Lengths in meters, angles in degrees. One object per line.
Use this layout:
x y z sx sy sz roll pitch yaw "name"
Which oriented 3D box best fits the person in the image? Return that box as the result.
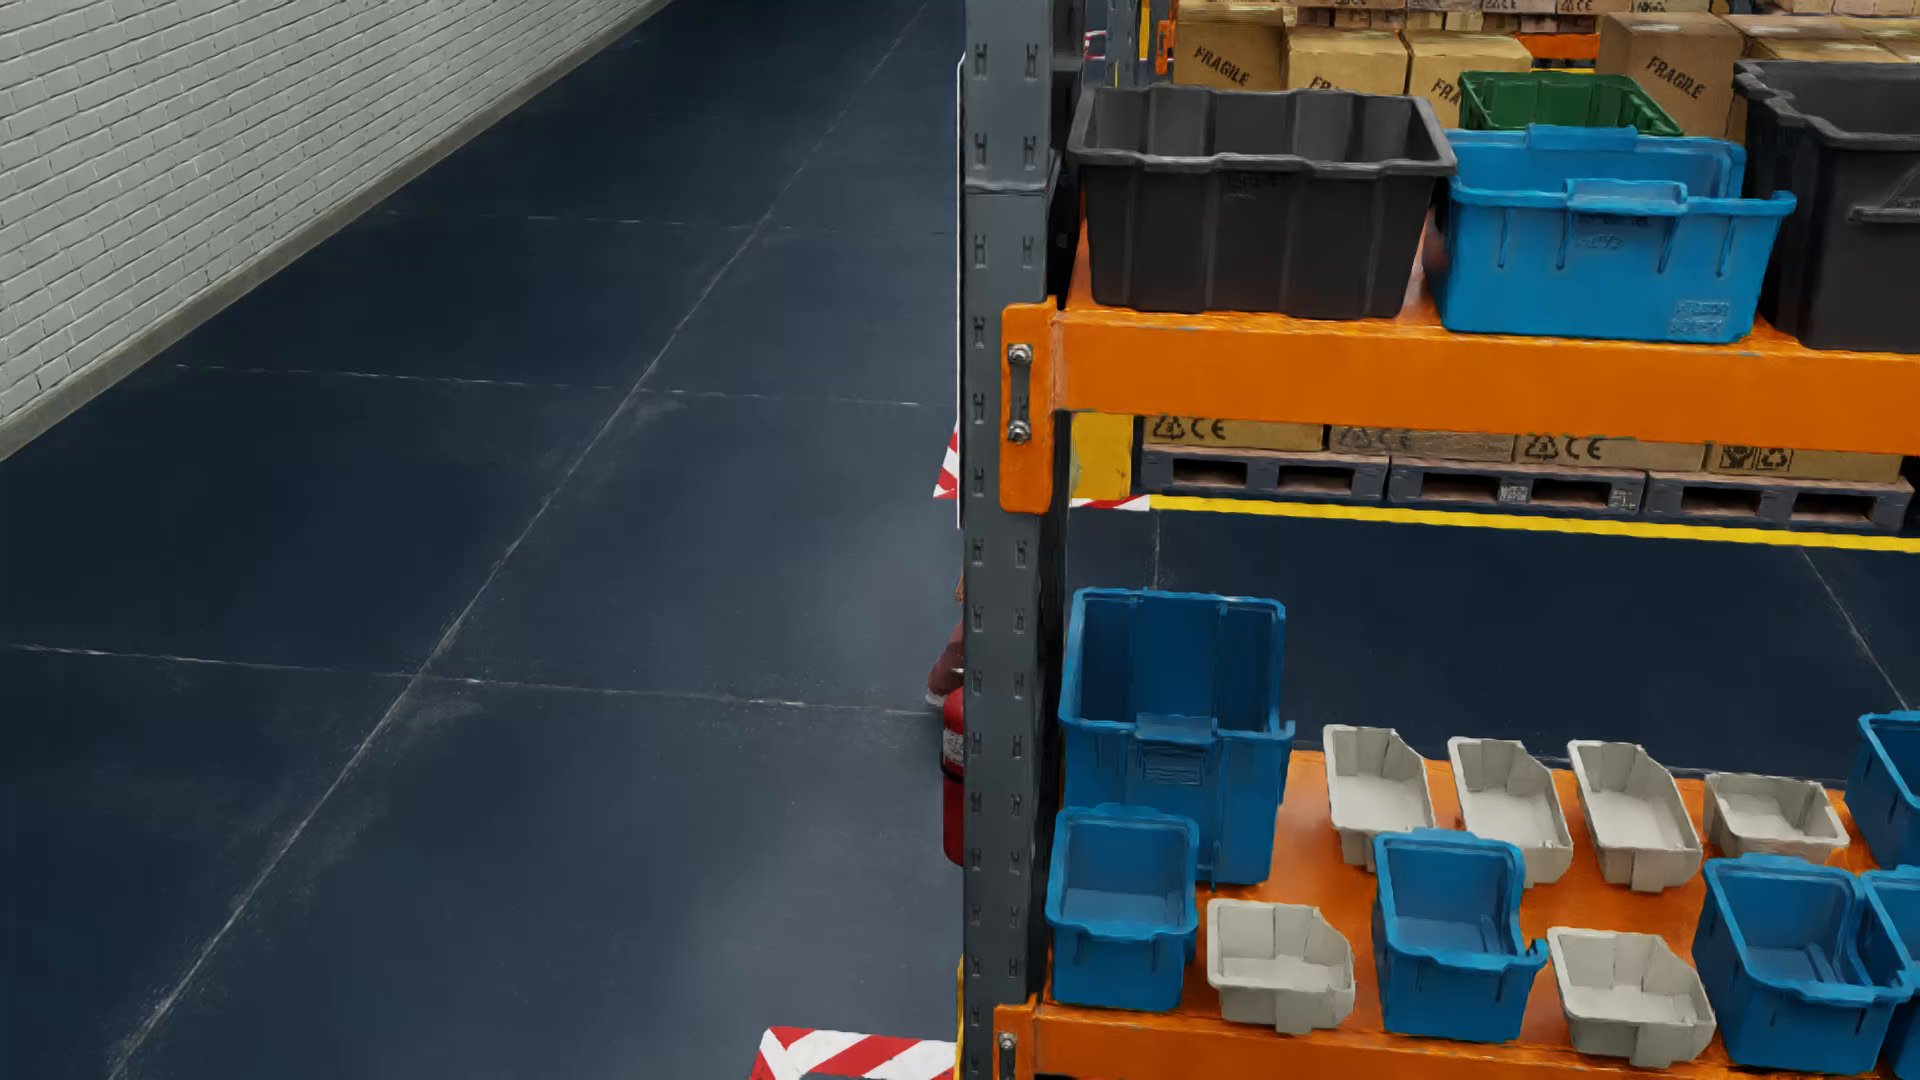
0.264 0.080 6.047 0.947 1.593 0.487 14 31 24 "person"
